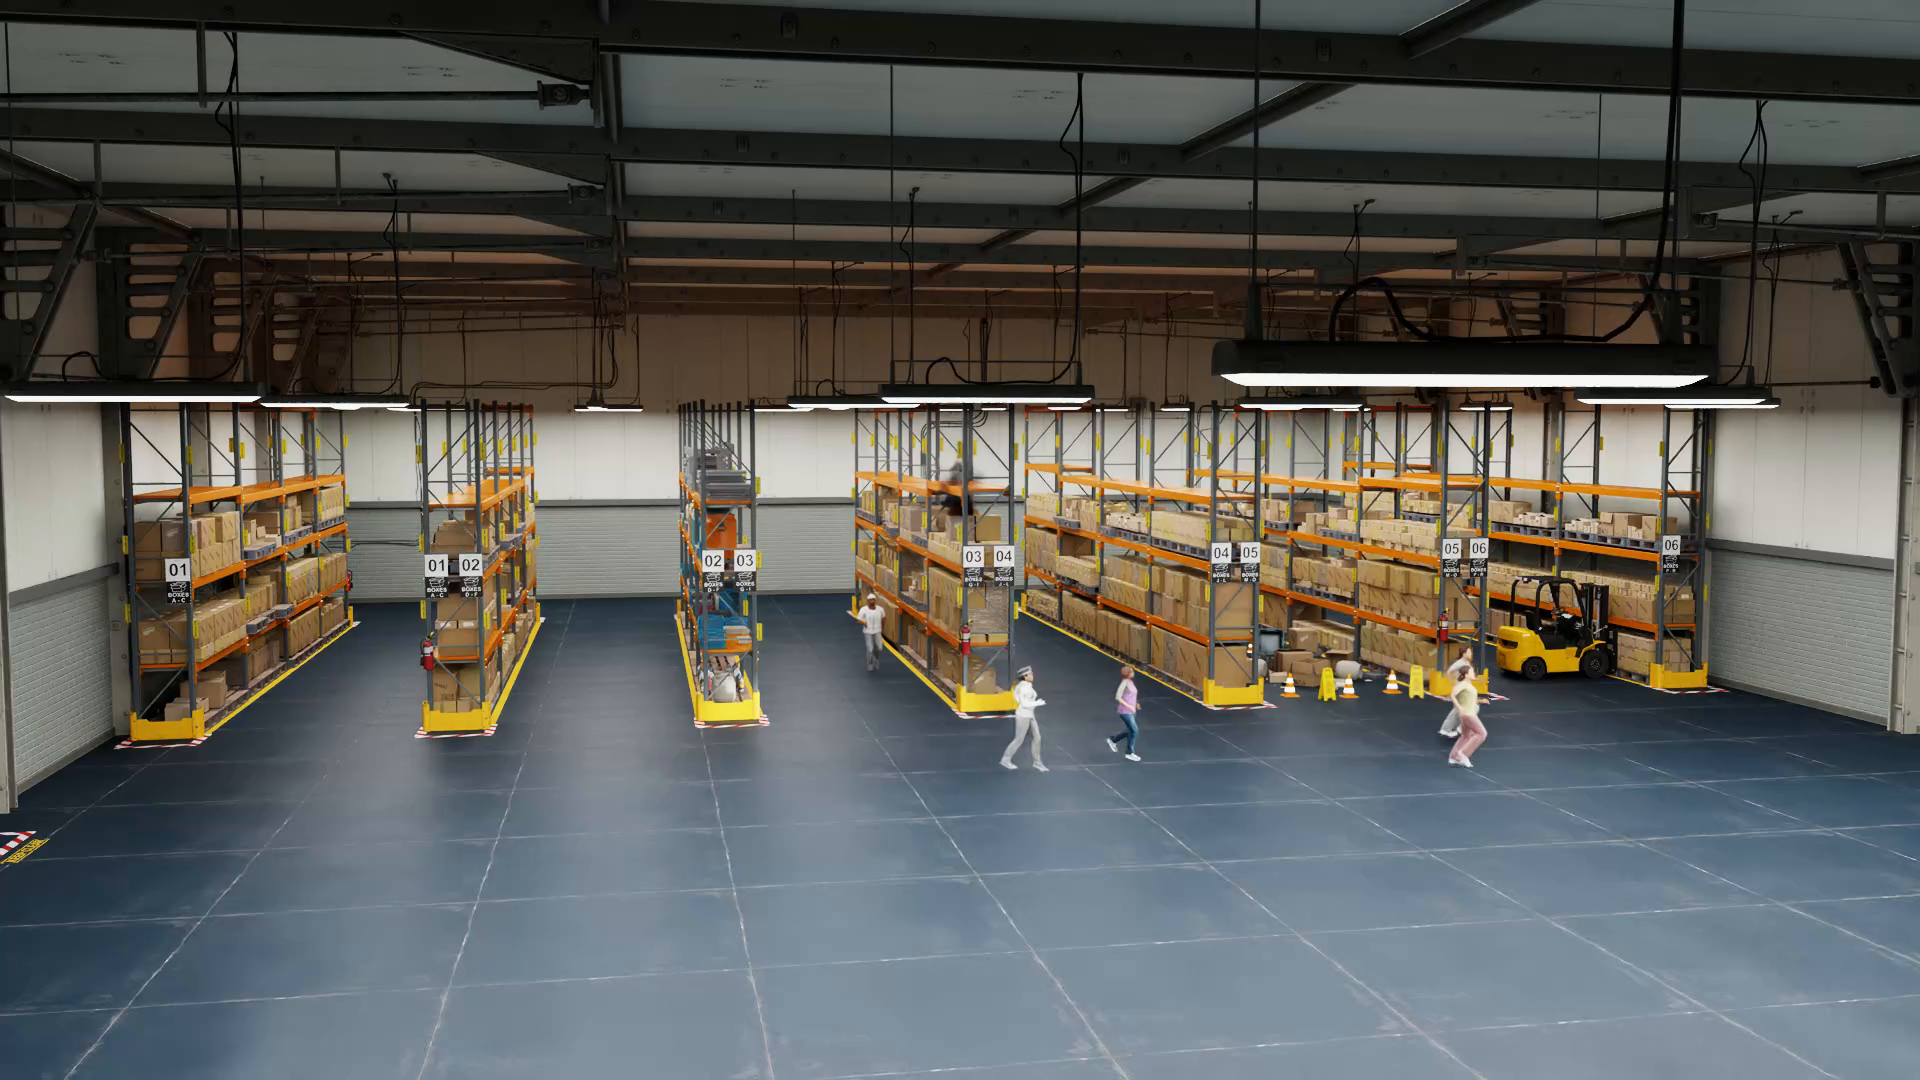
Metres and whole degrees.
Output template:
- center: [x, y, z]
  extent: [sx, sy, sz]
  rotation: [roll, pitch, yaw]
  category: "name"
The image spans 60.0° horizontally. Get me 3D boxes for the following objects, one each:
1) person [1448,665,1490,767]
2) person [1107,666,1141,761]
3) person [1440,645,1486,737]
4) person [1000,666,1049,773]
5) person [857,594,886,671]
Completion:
- center: [8.259, 2.849, 26.971]
  extent: [0.628, 1.639, 0.560]
  rotation: [2, 5, 22]
  category: "person"
- center: [2.708, 2.863, 27.580]
  extent: [0.601, 1.578, 0.548]
  rotation: [2, 5, 20]
  category: "person"
- center: [8.828, 2.688, 29.189]
  extent: [0.787, 1.687, 0.527]
  rotation: [2, 5, 28]
  category: "person"
- center: [1.037, 2.856, 26.557]
  extent: [0.783, 1.726, 0.610]
  rotation: [1, 4, 11]
  category: "person"
- center: [-1.927, 2.058, 36.963]
  extent: [0.686, 1.721, 0.595]
  rotation: [-1, 4, -14]
  category: "person"
